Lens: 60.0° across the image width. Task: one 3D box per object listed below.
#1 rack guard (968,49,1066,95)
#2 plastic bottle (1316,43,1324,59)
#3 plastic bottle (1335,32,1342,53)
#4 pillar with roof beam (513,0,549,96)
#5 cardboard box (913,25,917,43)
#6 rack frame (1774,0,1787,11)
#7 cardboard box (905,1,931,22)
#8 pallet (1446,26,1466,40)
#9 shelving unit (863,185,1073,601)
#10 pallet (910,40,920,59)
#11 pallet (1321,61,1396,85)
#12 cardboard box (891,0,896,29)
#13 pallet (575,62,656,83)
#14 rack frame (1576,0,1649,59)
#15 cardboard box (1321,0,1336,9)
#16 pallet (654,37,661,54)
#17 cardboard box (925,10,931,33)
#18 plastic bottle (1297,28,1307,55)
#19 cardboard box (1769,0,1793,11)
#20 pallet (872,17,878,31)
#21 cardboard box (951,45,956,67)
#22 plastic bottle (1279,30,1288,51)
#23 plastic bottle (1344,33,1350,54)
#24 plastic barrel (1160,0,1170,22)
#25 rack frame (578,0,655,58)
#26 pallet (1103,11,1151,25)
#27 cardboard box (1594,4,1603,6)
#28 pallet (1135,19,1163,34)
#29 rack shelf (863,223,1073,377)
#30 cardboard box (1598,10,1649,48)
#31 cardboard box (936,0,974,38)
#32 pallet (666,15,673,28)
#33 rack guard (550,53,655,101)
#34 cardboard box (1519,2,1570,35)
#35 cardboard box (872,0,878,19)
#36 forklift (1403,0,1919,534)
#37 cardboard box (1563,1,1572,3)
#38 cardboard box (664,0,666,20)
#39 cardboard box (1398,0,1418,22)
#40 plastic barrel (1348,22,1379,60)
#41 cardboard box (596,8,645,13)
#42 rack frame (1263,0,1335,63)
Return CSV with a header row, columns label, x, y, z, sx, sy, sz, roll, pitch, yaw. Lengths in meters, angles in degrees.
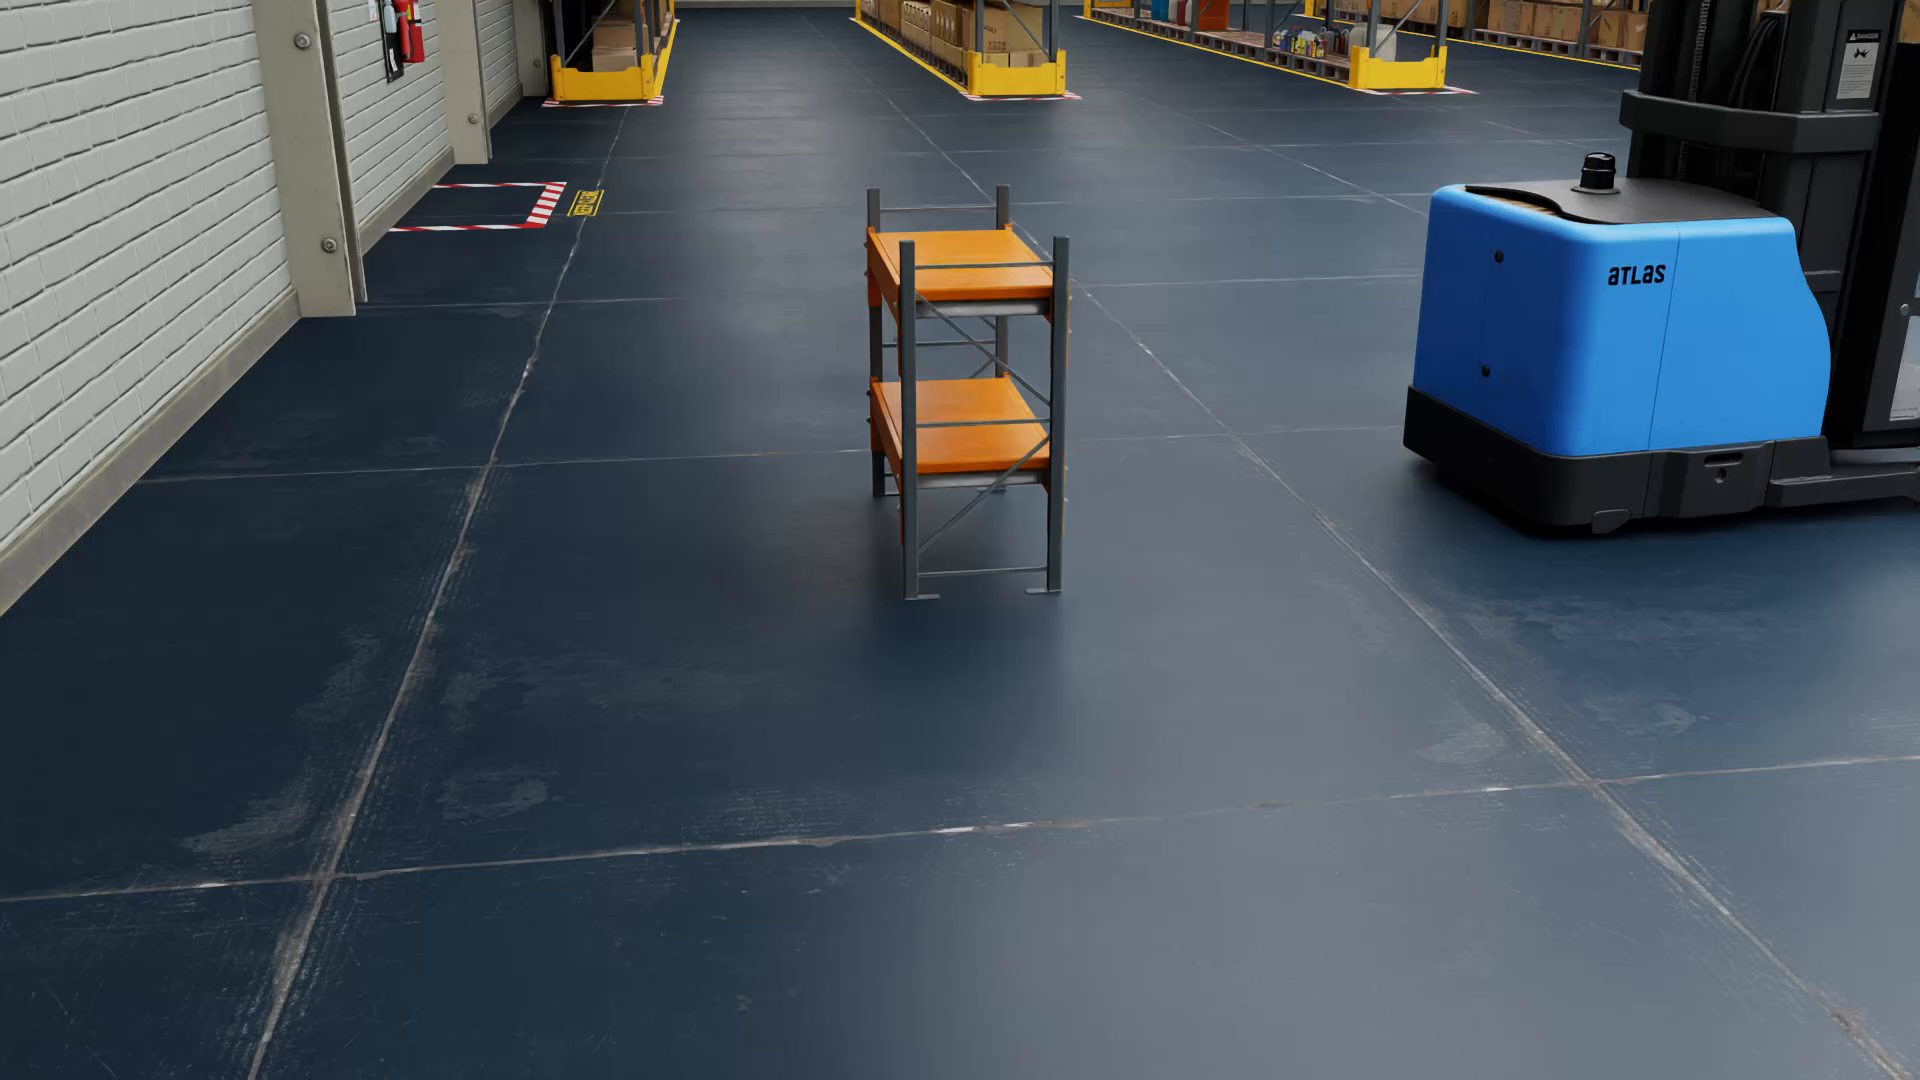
label,x,y,z,sx,sy,sz,roll,pitch,yaw
rack guard,0.690,-5.701,20.265,1.175,0.500,0.348,-3,21,-8
plastic bottle,4.890,-6.638,22.571,0.097,0.201,0.097,0,20,0
plastic bottle,5.366,-7.046,23.549,0.061,0.283,0.133,-3,21,-8
pillar with roof beam,-0.912,-9.855,19.241,9.100,9.000,0.400,-3,21,-8
cardboard box,-0.454,-7.831,25.726,0.500,0.250,0.500,-2,21,-7
rack frame,10.489,-7.378,21.184,1.000,3.000,0.127,-3,21,-8
cardboard box,-0.598,-8.444,26.564,0.500,0.311,0.500,-3,21,-9
pallet,9.297,-9.119,29.829,1.003,0.211,1.213,-3,21,-8
shelving unit,-0.001,-0.529,5.526,0.538,1.125,1.048,-3,21,-8
pallet,-0.215,-7.635,25.857,1.003,0.211,1.213,-3,21,-8
pallet,5.419,-6.128,21.821,1.003,0.211,1.213,-3,21,-8
cardboard box,-0.909,-9.176,28.941,0.500,0.500,0.500,-4,21,-10
pallet,-4.481,-6.053,21.622,1.003,0.211,1.213,-3,21,-8
rack frame,9.913,-8.763,24.892,1.000,3.000,0.127,-3,21,-8
cardboard box,8.354,-11.902,35.732,0.875,0.875,0.875,-3,21,-8
pallet,-5.257,-7.822,26.357,1.003,0.211,1.213,-3,21,-8
cardboard box,-0.233,-7.562,24.204,0.500,0.311,0.500,-3,21,-8
plastic bottle,4.806,-6.966,23.237,0.144,0.351,0.185,-3,21,-8
cardboard box,14.387,-8.988,28.110,1.050,0.750,0.750,-3,21,-7
pallet,-1.142,-9.966,32.099,1.003,0.211,1.213,-3,21,-8
cardboard box,0.159,-6.305,21.640,0.500,0.250,0.500,-3,21,-8
plastic bottle,4.697,-7.201,23.972,0.152,0.276,0.135,-2,21,-6
plastic bottle,5.483,-7.001,23.436,0.152,0.276,0.135,-3,21,-7
plastic barrel,4.022,-10.063,30.770,0.600,0.901,0.708,-3,21,-8
rack frame,-4.792,-8.014,22.886,1.000,3.000,0.127,-3,21,-8
pallet,3.535,-10.653,33.937,1.003,0.211,1.213,-3,21,-8
cardboard box,13.232,-10.911,34.116,0.380,0.149,0.250,-4,21,-10
pallet,3.928,-9.708,31.406,1.003,0.211,1.213,-3,21,-8
rack shelf,-0.001,-0.803,5.423,0.538,0.278,1.000,-3,21,-8
cardboard box,9.931,-7.649,24.880,0.500,0.500,0.500,-4,21,-9
cardboard box,-0.054,-7.176,22.900,0.500,0.500,0.500,-3,21,-8
pallet,-6.157,-10.168,32.638,1.003,0.211,1.213,-3,21,-8
rack guard,-4.226,-5.484,19.685,1.175,0.500,0.348,-3,21,-8
cardboard box,9.634,-8.565,27.305,0.700,0.500,0.500,-1,21,-3
cardboard box,-1.407,-10.253,31.824,0.500,0.500,0.500,-3,21,-8
forklift,3.307,-1.657,5.963,3.031,2.935,1.130,-5,21,-14
cardboard box,13.035,-11.357,35.310,0.380,0.149,0.250,-4,21,-10
cardboard box,-5.723,-9.755,30.019,0.750,0.750,0.750,-3,21,-7
cardboard box,9.001,-10.205,31.188,1.225,0.875,0.875,-4,21,-10
plastic barrel,5.345,-6.557,21.942,0.421,0.512,0.421,0,20,0
cardboard box,-5.154,-7.832,25.344,0.700,0.500,0.500,-3,21,-8
rack frame,5.012,-8.514,24.223,1.000,3.000,0.127,-3,21,-8
